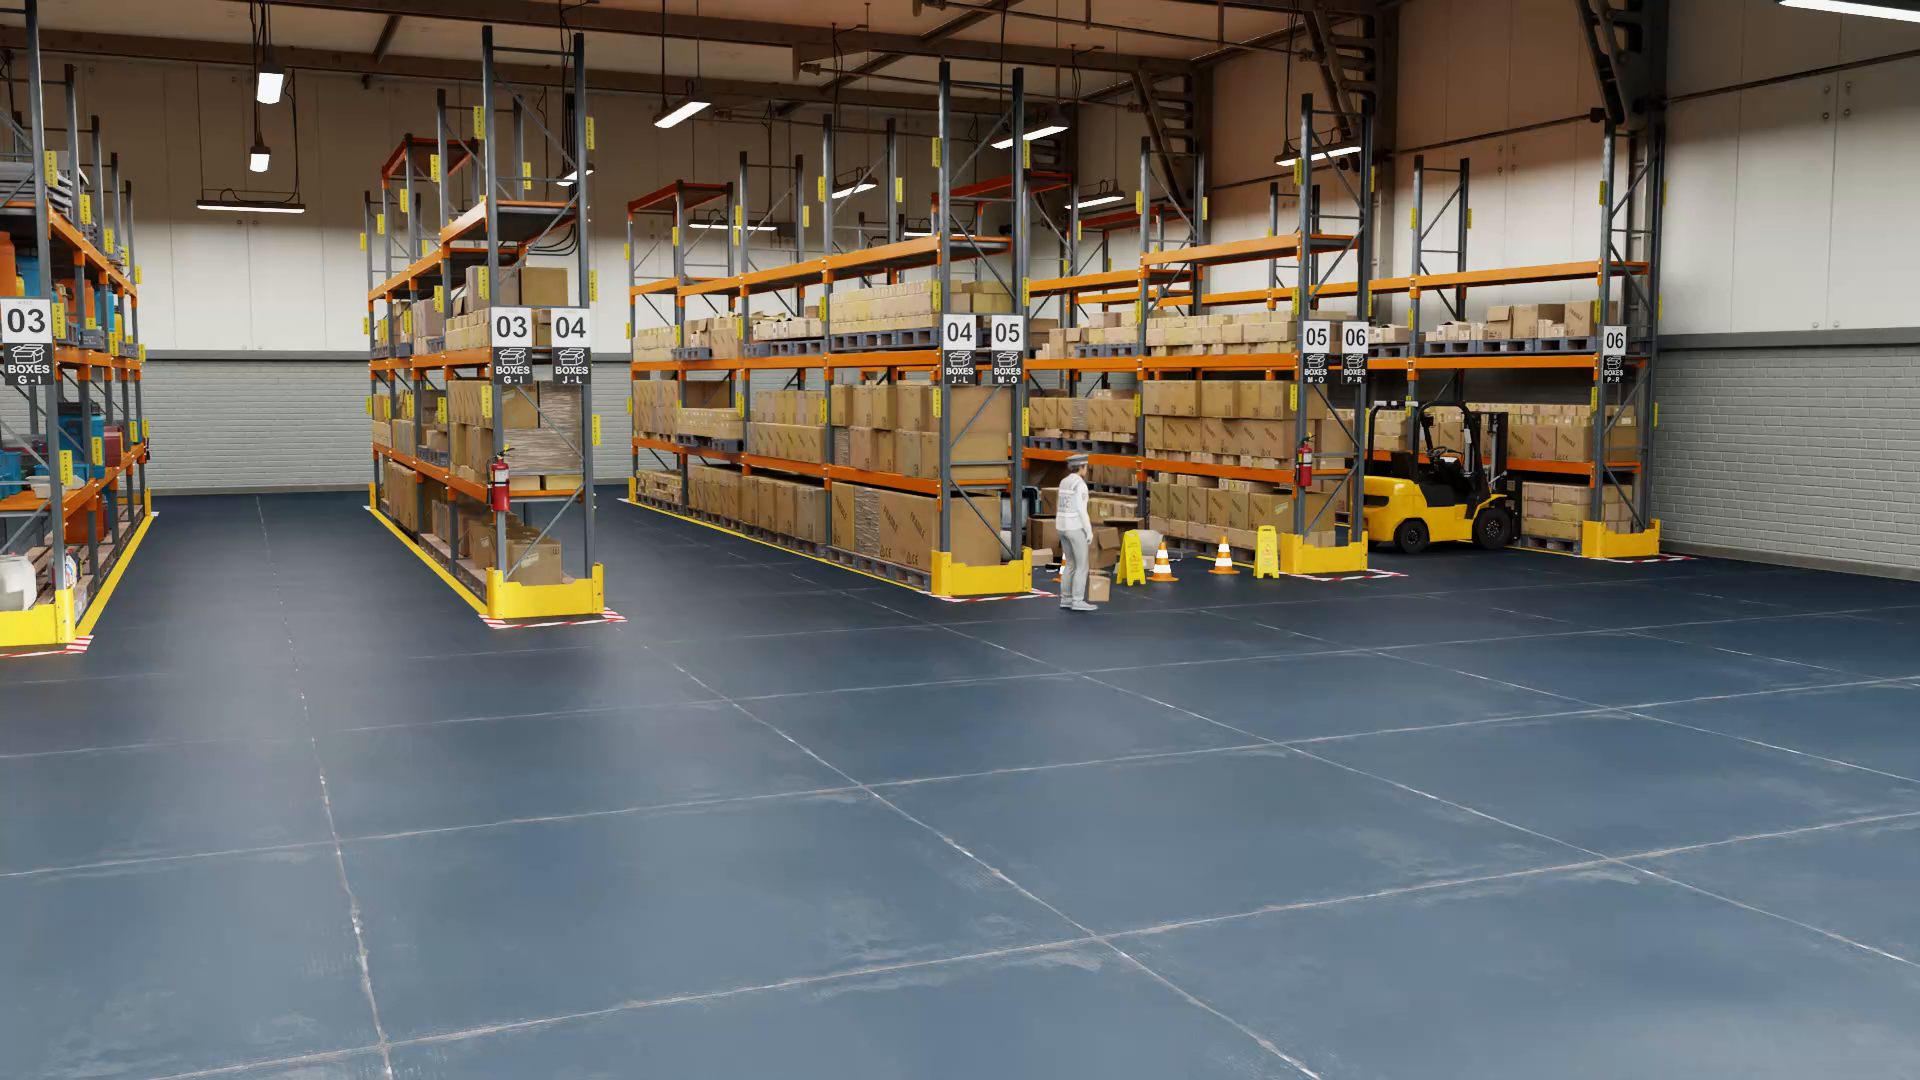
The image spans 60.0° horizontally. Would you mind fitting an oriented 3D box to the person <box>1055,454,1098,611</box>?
[{"bbox_3d":[1.228,-0.087,17.876,0.360,1.665,0.513,-3,6,-26],"label":"person"}]
